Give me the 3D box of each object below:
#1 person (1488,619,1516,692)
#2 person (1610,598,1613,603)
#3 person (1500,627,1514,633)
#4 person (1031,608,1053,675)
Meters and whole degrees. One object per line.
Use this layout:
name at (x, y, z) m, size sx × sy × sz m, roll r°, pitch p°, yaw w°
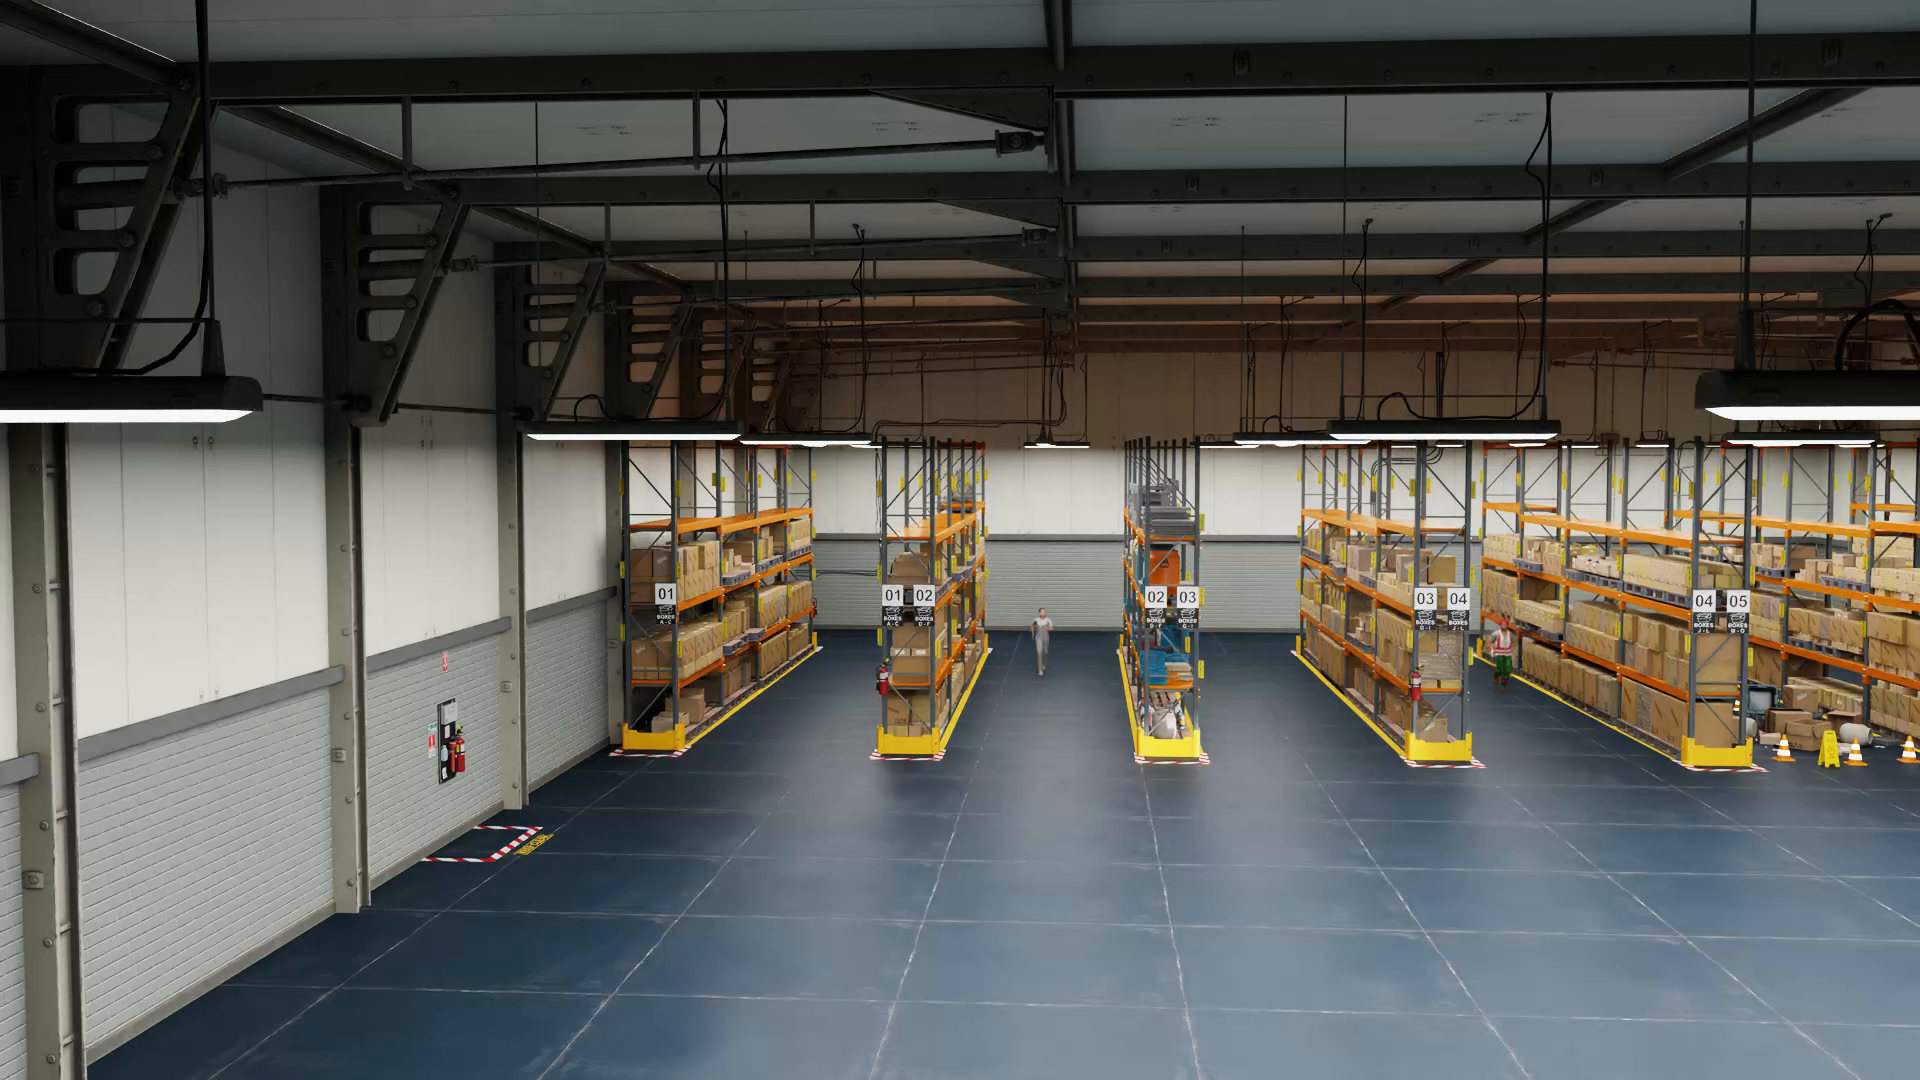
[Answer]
person at (12.913, 2.742, 39.532) m, size 0.658 × 1.738 × 0.601 m, roll 0°, pitch 3°, yaw -1°
person at (18.569, 2.432, 47.398) m, size 0.610 × 1.552 × 0.556 m, roll 1°, pitch 3°, yaw 13°
person at (15.657, 2.324, 47.484) m, size 0.815 × 1.704 × 0.716 m, roll 2°, pitch 3°, yaw 29°
person at (2.113, 2.576, 42.736) m, size 0.554 × 1.680 × 0.929 m, roll 0°, pitch 3°, yaw -4°
